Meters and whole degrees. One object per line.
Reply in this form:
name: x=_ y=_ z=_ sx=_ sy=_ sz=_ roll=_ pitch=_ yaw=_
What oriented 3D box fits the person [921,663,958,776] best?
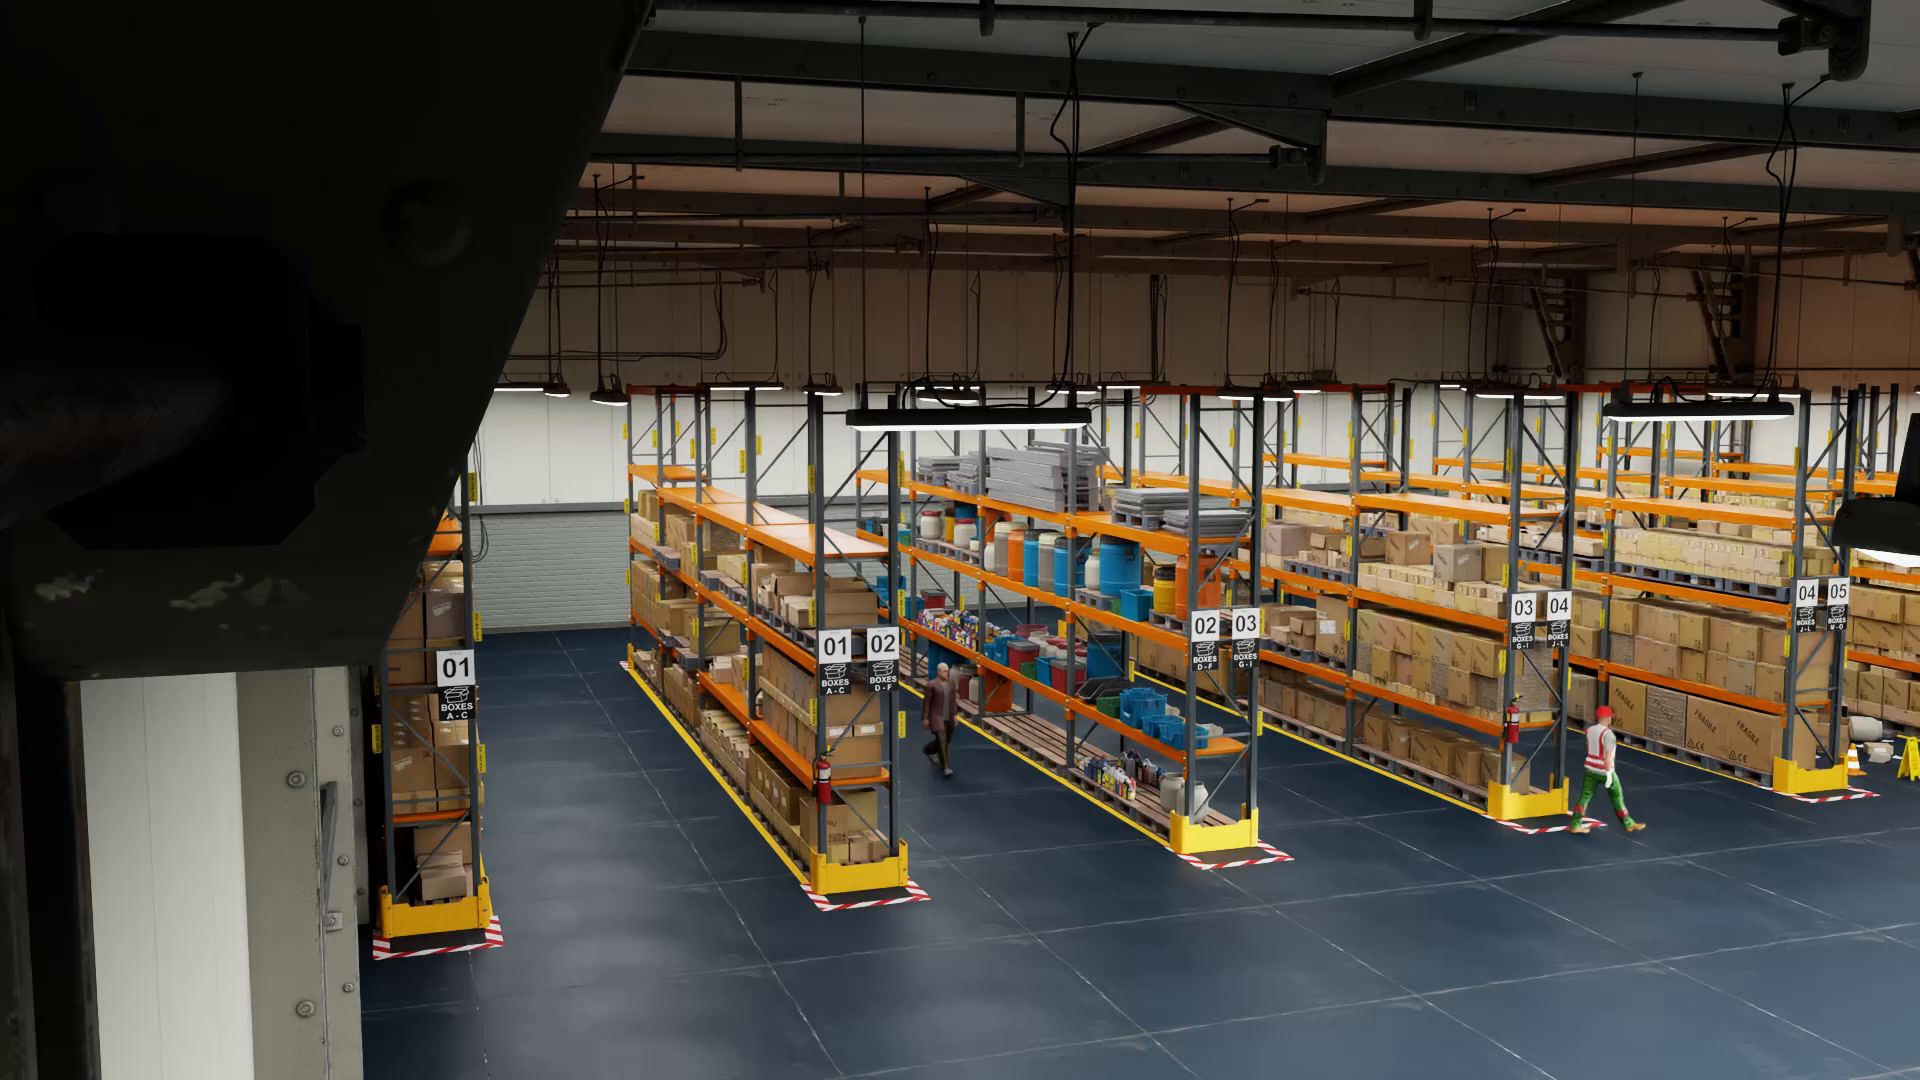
person: x=-0.314 y=2.777 z=26.087 sx=0.632 sy=1.741 sz=1.068 roll=-5 pitch=8 yaw=-38

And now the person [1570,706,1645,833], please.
person: x=8.777 y=3.111 z=22.614 sx=1.013 sy=1.725 sz=0.589 roll=-3 pitch=7 yaw=-25
